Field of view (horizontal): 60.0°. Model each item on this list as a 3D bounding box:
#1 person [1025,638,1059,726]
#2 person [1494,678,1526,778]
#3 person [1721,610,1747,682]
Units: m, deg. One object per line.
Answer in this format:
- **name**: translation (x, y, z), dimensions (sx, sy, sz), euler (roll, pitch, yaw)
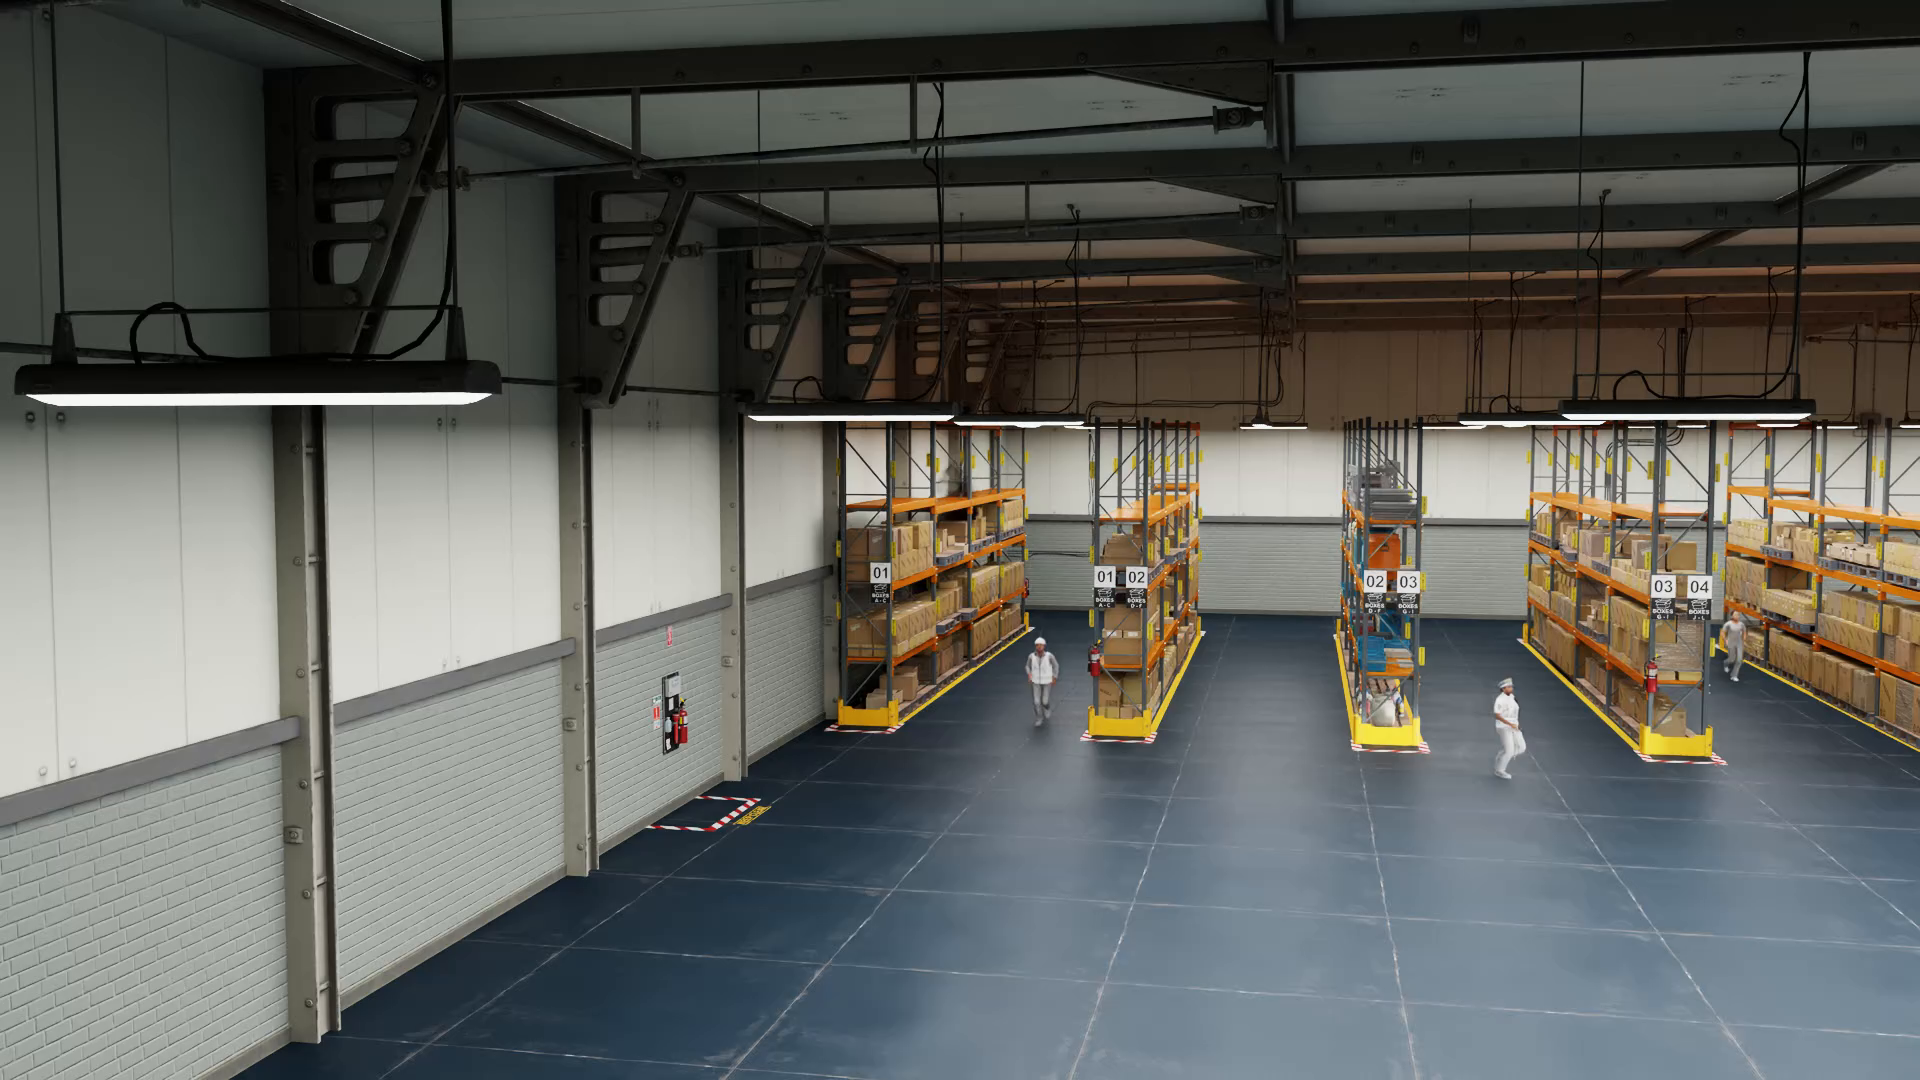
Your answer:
- **person**: translation (1.588, 2.760, 32.407), dimensions (0.663, 1.731, 0.635), euler (1, 4, 12)
- **person**: translation (9.100, 3.110, 27.556), dimensions (0.586, 1.664, 0.495), euler (-3, 5, -42)
- **person**: translation (17.870, 2.426, 38.395), dimensions (0.575, 1.634, 0.633), euler (0, 4, 6)
